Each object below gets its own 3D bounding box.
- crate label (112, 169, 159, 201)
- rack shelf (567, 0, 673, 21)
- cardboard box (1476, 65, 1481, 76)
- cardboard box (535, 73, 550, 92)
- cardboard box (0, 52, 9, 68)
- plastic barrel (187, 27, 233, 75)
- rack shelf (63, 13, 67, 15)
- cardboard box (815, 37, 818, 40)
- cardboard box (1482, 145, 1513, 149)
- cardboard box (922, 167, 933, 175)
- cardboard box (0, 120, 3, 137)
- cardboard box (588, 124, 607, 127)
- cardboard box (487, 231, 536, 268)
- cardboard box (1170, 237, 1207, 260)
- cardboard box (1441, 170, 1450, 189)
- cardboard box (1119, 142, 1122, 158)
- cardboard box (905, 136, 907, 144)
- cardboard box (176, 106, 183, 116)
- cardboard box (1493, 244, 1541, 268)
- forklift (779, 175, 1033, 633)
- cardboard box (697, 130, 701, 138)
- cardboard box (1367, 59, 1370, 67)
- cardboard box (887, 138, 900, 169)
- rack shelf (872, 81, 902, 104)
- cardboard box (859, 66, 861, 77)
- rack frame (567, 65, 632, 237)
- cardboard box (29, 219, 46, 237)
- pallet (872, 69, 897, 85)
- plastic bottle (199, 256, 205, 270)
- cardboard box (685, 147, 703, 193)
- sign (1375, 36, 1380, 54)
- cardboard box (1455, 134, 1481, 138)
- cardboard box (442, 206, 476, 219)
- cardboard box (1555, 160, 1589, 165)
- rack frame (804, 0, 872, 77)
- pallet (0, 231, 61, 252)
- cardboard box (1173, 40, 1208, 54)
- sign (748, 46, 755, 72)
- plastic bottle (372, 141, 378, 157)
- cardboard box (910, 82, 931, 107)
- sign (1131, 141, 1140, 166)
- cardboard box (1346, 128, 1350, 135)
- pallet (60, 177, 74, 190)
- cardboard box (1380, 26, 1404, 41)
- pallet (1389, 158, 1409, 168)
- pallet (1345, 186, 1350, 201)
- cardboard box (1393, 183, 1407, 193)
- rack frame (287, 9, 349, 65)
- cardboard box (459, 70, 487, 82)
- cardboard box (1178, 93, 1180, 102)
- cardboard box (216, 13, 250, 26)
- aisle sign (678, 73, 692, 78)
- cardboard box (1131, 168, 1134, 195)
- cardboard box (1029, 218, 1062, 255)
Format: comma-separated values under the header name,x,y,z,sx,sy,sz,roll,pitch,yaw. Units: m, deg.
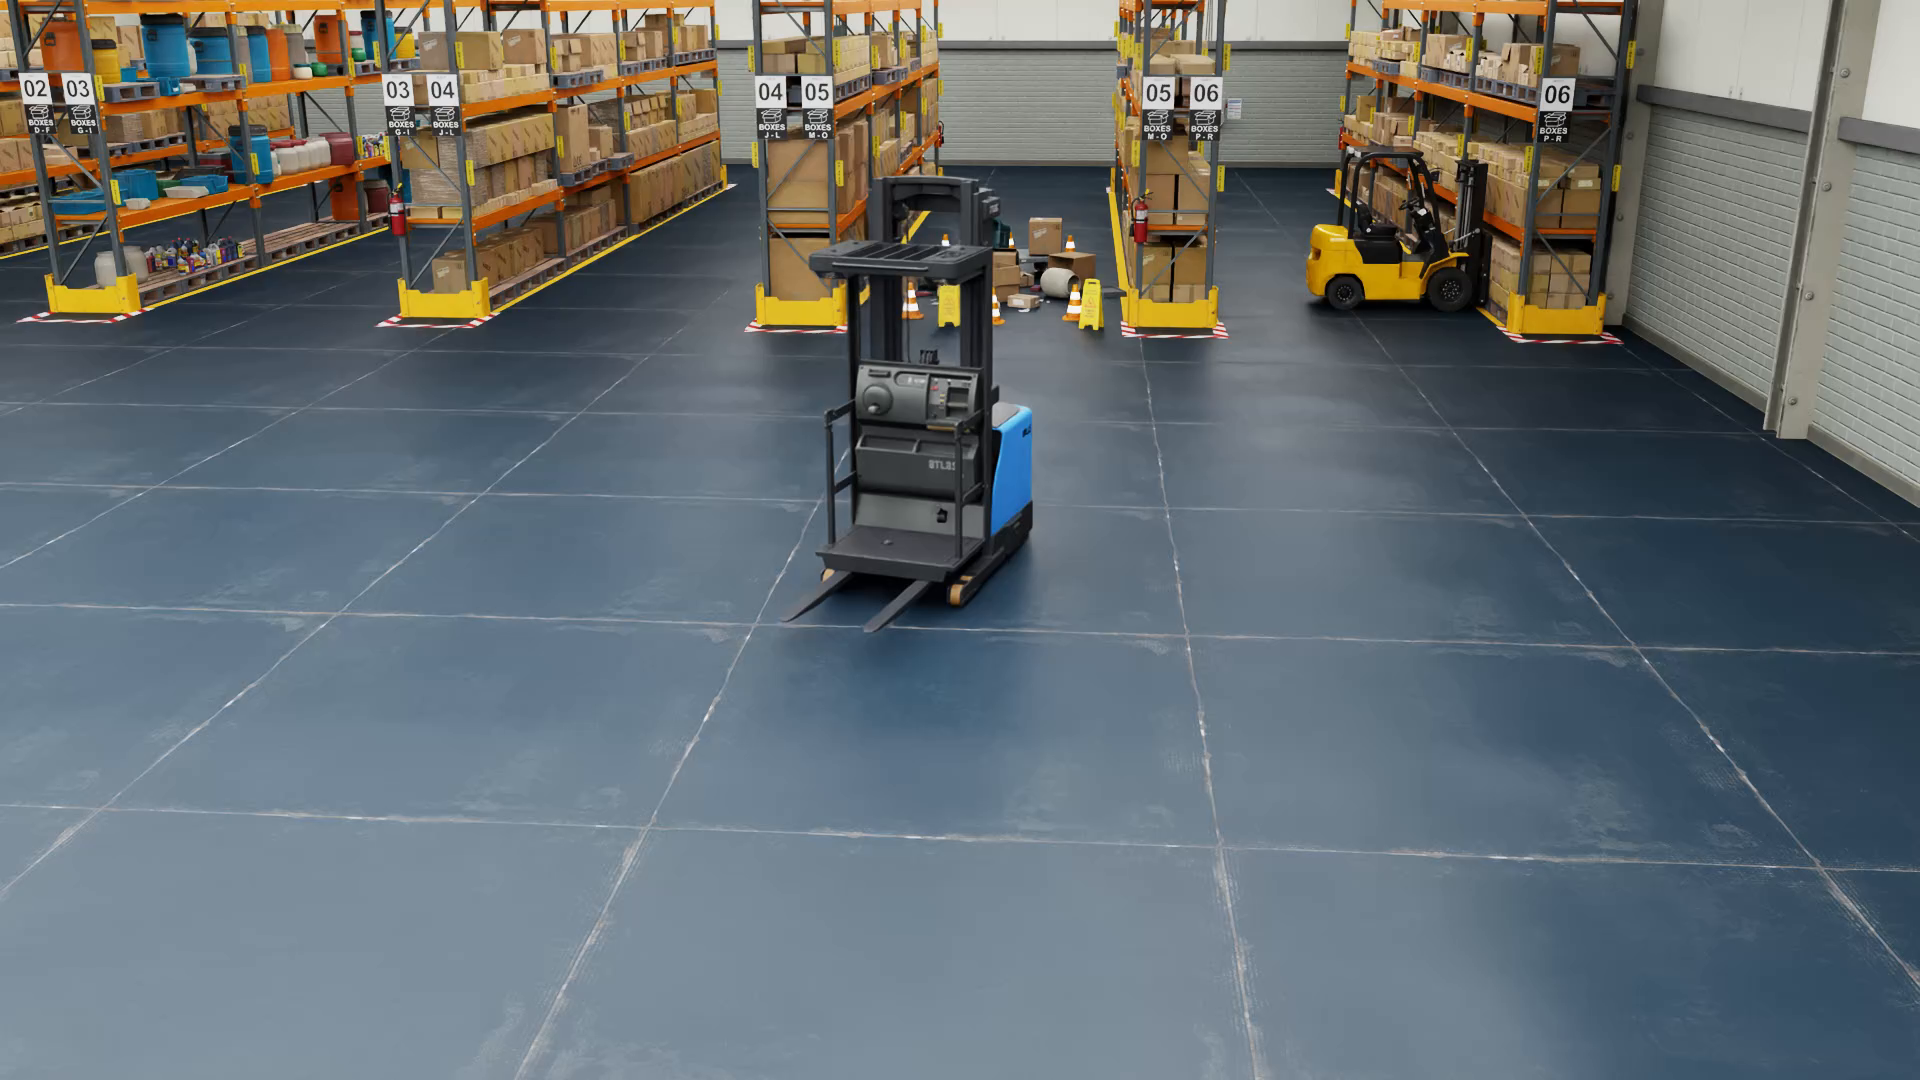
name,x,y,z,sx,sy,sz,roll,pitch,yaw
crate label,-12.144,-5.196,24.407,0.502,0.435,0.616,1,18,4
rack shelf,-6.349,-9.916,31.031,1.077,0.370,4.000,1,18,4
cardboard box,7.721,-6.823,24.180,0.380,0.149,0.250,2,18,5
cardboard box,-6.552,-6.940,25.210,0.500,0.250,0.500,2,18,6
cardboard box,-16.462,-8.102,28.081,0.500,0.250,0.500,0,18,-1
plastic barrel,-11.900,-7.670,26.392,0.600,0.901,0.708,1,18,4
rack shelf,-20.885,-11.490,35.834,1.077,0.370,4.000,1,18,4
cardboard box,-2.258,-7.181,23.992,0.380,0.149,0.250,1,18,3
cardboard box,7.799,-5.645,24.153,0.380,0.149,0.250,1,18,3
cardboard box,-0.777,-7.952,35.823,0.380,0.149,0.250,2,18,6
cardboard box,-20.973,-8.860,35.165,0.980,0.700,0.700,2,18,5
cardboard box,-6.492,-7.054,29.299,0.500,0.500,0.500,-1,18,-3
cardboard box,-6.882,-4.444,25.507,0.500,0.500,0.500,7,20,21
cardboard box,3.186,-3.933,23.147,0.500,0.500,0.500,1,18,2
cardboard box,7.862,-5.650,26.089,0.500,0.250,0.500,1,18,4
cardboard box,3.250,-7.320,31.187,0.500,0.250,0.500,1,18,3
cardboard box,-1.206,-7.541,31.348,0.380,0.149,0.250,1,18,2
cardboard box,-16.309,-9.126,34.690,0.500,0.500,0.500,1,18,4
cardboard box,7.522,-3.837,22.451,0.500,0.250,0.500,2,18,5
forklift,-0.386,-1.056,11.940,1.130,2.935,3.031,6,19,19
cardboard box,-5.743,-8.667,35.461,0.380,0.149,0.250,1,18,2
cardboard box,8.492,-9.708,33.818,0.380,0.149,0.250,1,18,4
cardboard box,-1.317,-6.735,29.000,0.500,0.500,0.500,1,18,4
rack shelf,-1.696,-7.296,27.210,1.077,0.370,4.000,1,18,4
cardboard box,-1.619,-6.709,23.831,0.380,0.149,0.250,2,18,5
rack frame,-6.493,-6.976,29.895,1.000,3.000,0.127,1,18,4
cardboard box,-16.274,-5.446,28.968,0.500,0.250,0.500,2,18,5
pallet,-1.623,-7.621,27.349,1.003,0.211,1.213,2,18,6
plastic bottle,-11.527,-4.205,25.227,0.097,0.201,0.097,0,18,0
cardboard box,-6.014,-7.891,35.425,0.875,0.875,0.875,1,18,4
sign,8.088,-9.568,32.158,0.100,0.325,0.005,1,18,4
cardboard box,8.535,-6.732,27.949,0.380,0.149,0.250,1,18,4
cardboard box,-6.808,-4.455,22.605,0.380,0.149,0.250,1,18,4
cardboard box,8.064,-4.920,21.940,0.380,0.149,0.250,2,18,5
rack frame,-1.840,-8.442,24.735,1.000,3.000,0.127,1,18,4
pallet,-16.561,-5.240,29.076,1.003,0.211,1.213,1,18,4
cardboard box,3.572,-7.631,25.841,0.500,0.250,0.500,1,18,3
sign,-2.667,-6.174,21.336,0.100,0.325,0.005,1,18,4
plastic bottle,-10.991,-7.342,31.201,0.061,0.283,0.133,1,18,4
cardboard box,-0.864,-9.351,34.900,0.500,0.500,0.500,1,18,2
sign,2.266,-4.989,21.464,0.100,0.325,0.005,1,18,4
cardboard box,8.619,-8.914,36.214,0.380,0.149,0.250,1,18,3
pallet,-20.720,-8.217,38.161,1.003,0.211,1.213,1,18,4
cardboard box,8.260,-9.693,31.795,0.396,0.266,0.258,1,18,3
pallet,8.321,-6.766,29.562,1.213,0.211,1.003,1,18,4
pallet,8.855,-7.533,36.074,1.003,0.211,1.213,1,18,4
cardboard box,8.249,-6.535,30.848,0.380,0.149,0.250,0,18,1
rack frame,-11.433,-9.937,29.298,1.000,3.000,0.127,1,18,4
cardboard box,-6.715,-6.358,22.792,0.380,0.149,0.250,2,18,6
cardboard box,3.157,-5.997,22.493,0.380,0.149,0.250,1,18,2
cardboard box,-15.870,-11.160,36.080,0.700,0.500,0.500,1,18,4
aisle sign,-6.213,-10.725,37.161,0.394,0.787,0.004,1,18,4
cardboard box,2.734,-5.259,24.016,0.500,0.500,0.500,1,18,3
cardboard box,1.327,-4.715,25.792,0.500,0.500,0.500,1,18,4
